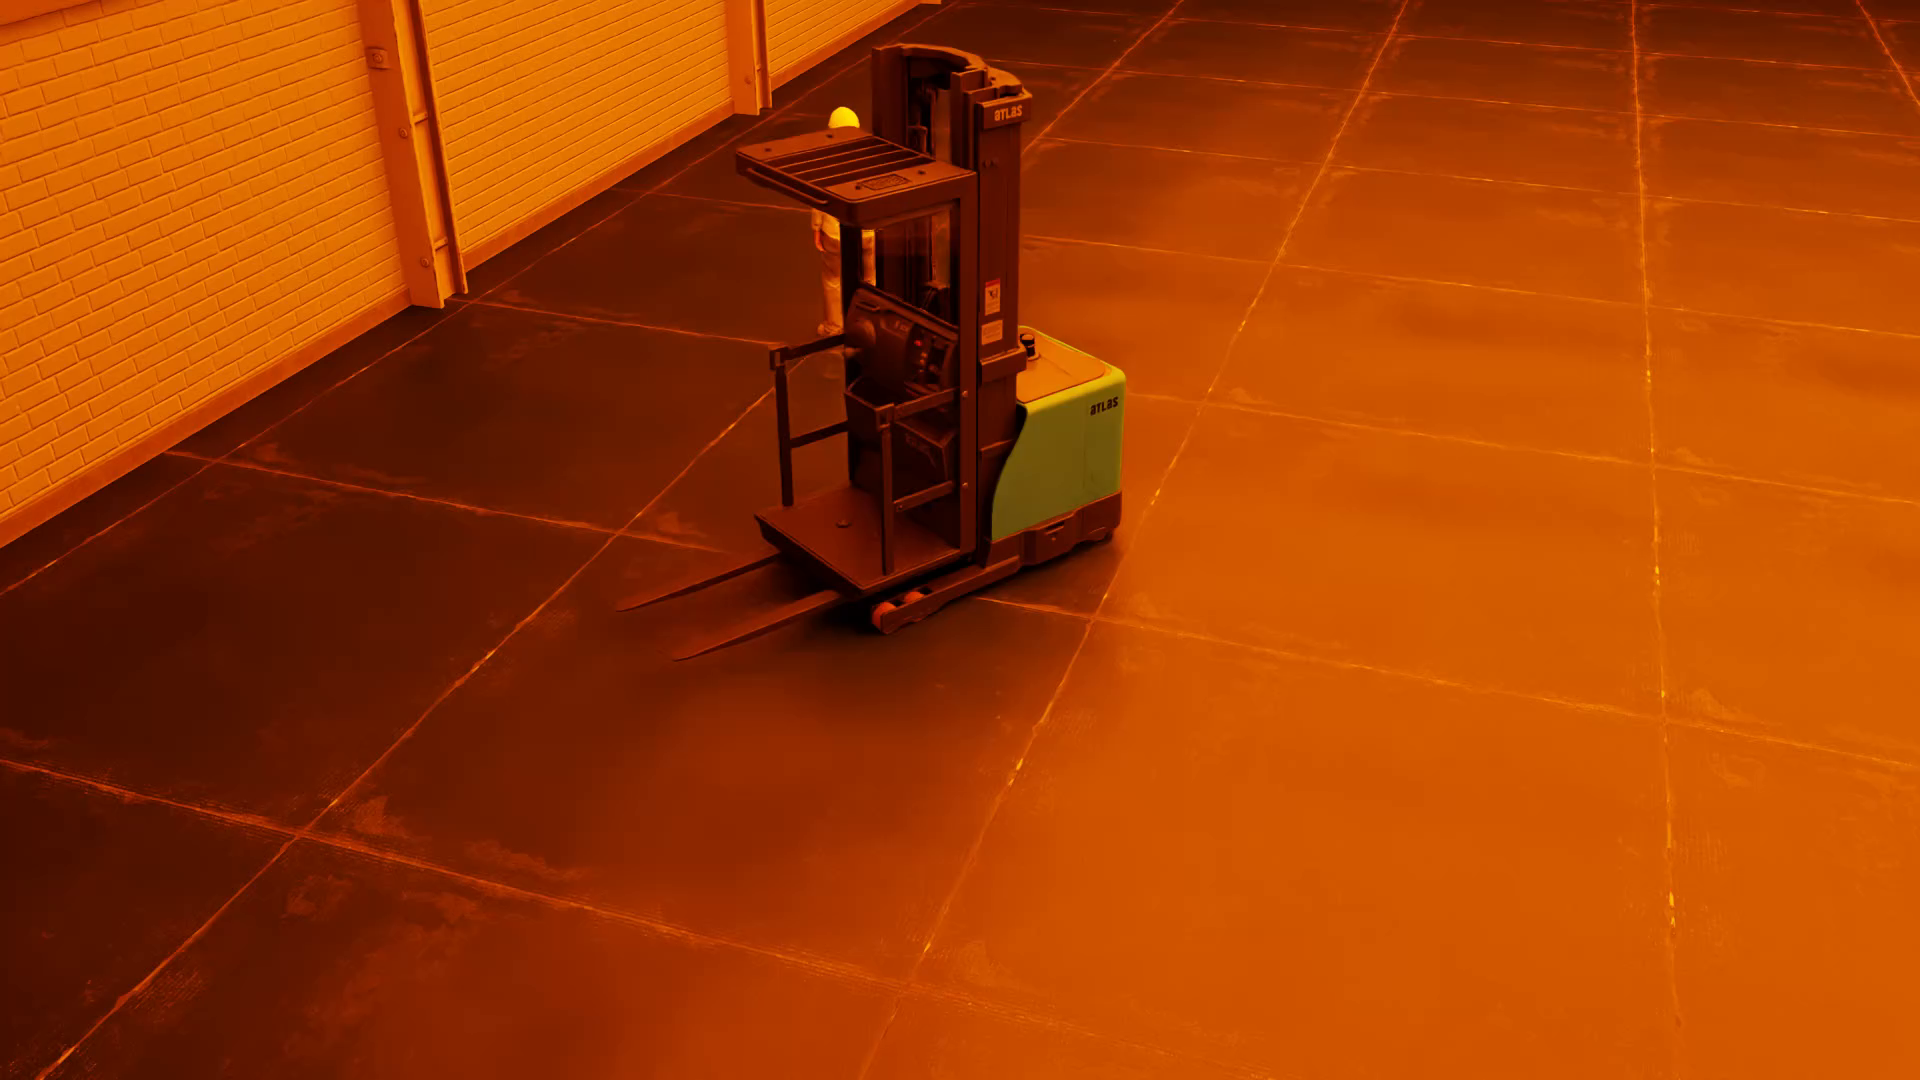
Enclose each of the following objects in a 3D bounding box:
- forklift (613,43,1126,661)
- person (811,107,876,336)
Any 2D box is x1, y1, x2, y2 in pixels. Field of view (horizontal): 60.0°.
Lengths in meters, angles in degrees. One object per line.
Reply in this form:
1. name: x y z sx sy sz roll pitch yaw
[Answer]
1. forklift: -0.491 -1.053 8.984 3.031 2.935 1.130 -21 36 -33
2. person: -0.823 -2.335 12.422 0.595 1.782 0.463 -7 30 -12
